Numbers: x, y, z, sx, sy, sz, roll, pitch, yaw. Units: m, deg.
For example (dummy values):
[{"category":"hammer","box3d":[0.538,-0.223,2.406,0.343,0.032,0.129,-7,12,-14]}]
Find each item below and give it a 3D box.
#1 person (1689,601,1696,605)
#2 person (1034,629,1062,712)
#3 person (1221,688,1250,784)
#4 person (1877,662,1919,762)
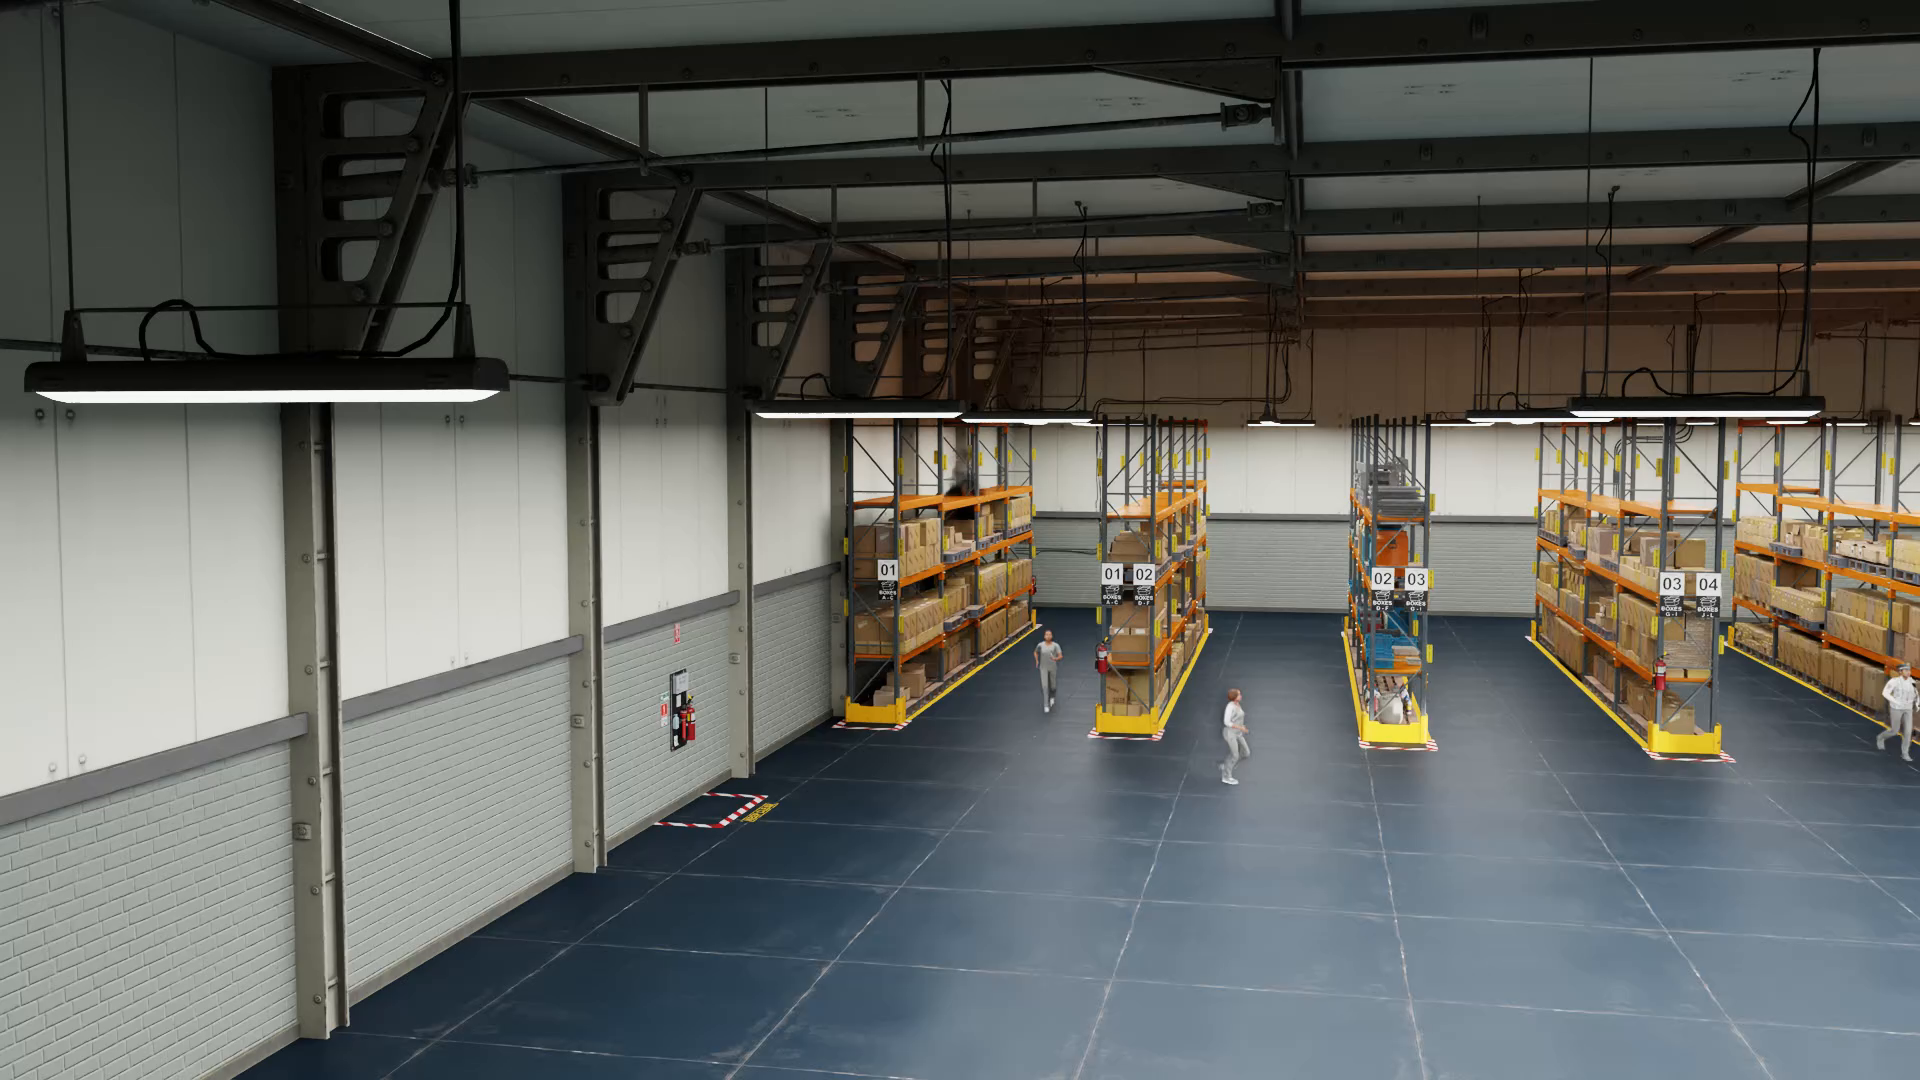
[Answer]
[{"category":"person","box3d":[19.193,1.948,44.166,0.740,1.672,0.664,2,4,27]},{"category":"person","box3d":[1.788,2.635,33.814,0.575,1.645,0.914,0,4,3]},{"category":"person","box3d":[4.434,3.155,26.732,0.505,1.561,0.540,2,4,32]},{"category":"person","box3d":[16.413,2.966,28.997,0.671,1.704,0.802,0,4,-2]}]
